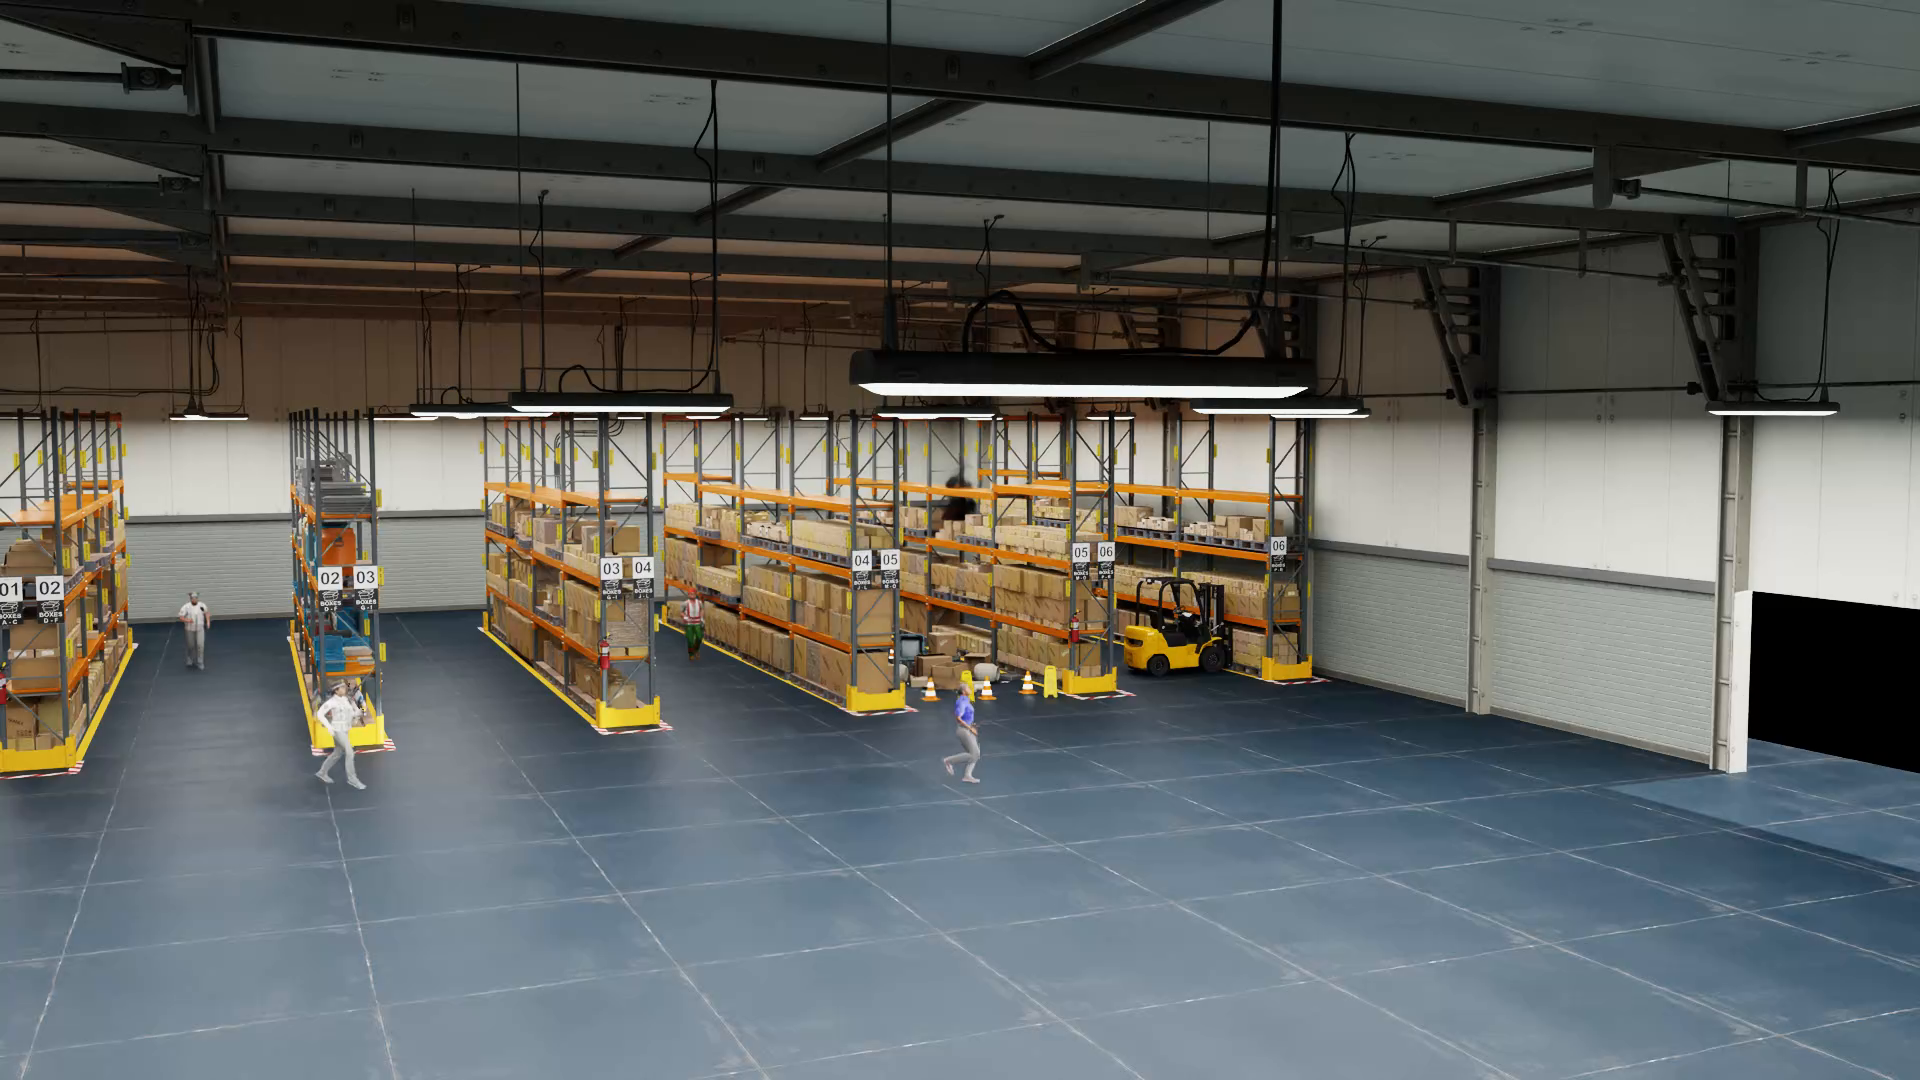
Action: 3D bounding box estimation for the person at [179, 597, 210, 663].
[{"bbox_3d":[-17.957,2.064,39.017,0.684,1.630,0.763,-3,5,-34],"label":"person"}]

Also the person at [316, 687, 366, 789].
[{"bbox_3d":[-9.728,3.061,26.088,0.854,1.670,0.596,0,4,3],"label":"person"}]

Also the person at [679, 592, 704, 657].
[{"bbox_3d":[-6.424,2.033,39.990,0.656,1.639,0.592,-2,4,-22],"label":"person"}]

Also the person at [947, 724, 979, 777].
[{"bbox_3d":[0.052,3.347,26.516,0.520,0.904,0.367,0,4,-2],"label":"person"}]
